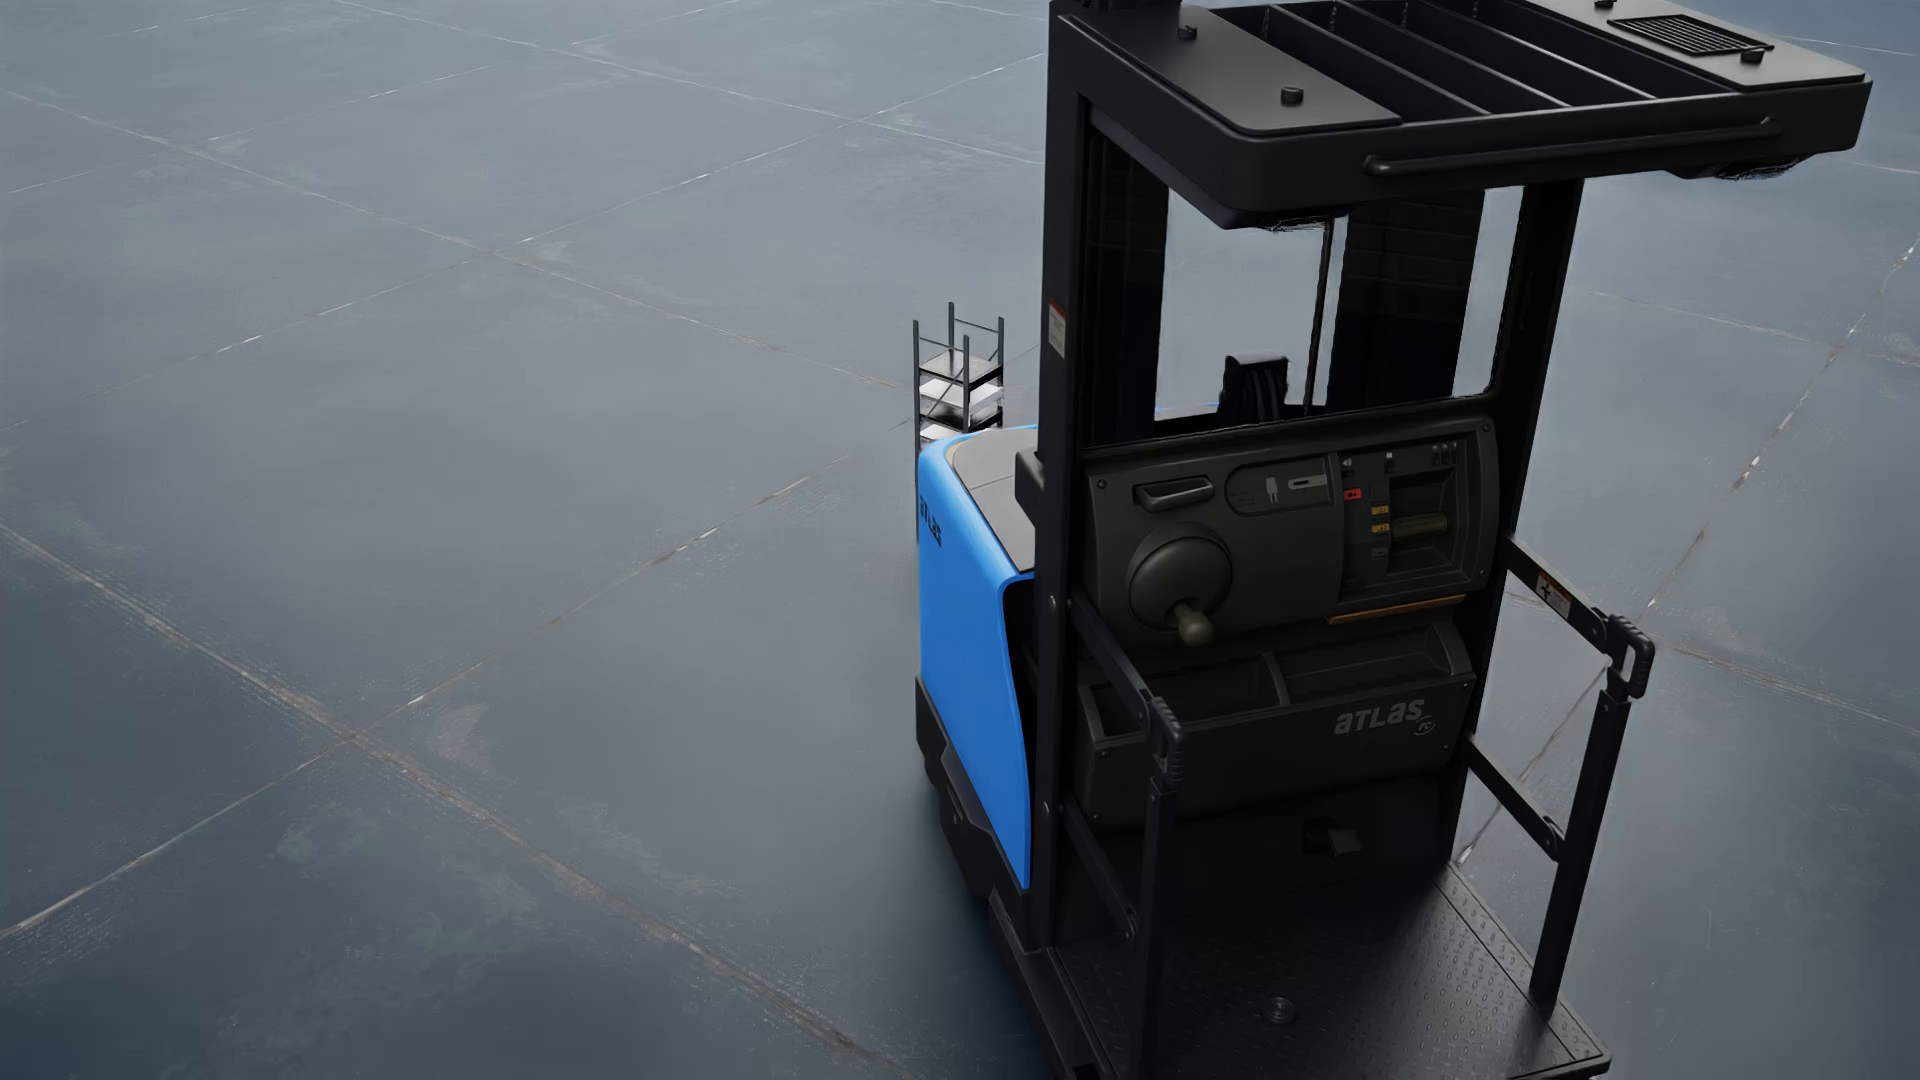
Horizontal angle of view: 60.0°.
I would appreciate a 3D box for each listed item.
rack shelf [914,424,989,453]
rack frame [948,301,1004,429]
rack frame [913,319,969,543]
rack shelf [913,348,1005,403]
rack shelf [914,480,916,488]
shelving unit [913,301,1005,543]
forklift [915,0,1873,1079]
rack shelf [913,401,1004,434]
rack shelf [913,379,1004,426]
[{"bbox_3d":[-0.005,-0.355,6.032,0.258,0.077,0.200,21,37,31],"label":"rack shelf"},{"bbox_3d":[0.056,-0.425,6.085,0.240,0.900,0.006,21,37,31],"label":"rack frame"},{"bbox_3d":[-0.066,-0.342,5.945,0.240,0.900,0.006,21,37,31],"label":"rack frame"},{"bbox_3d":[-0.005,-0.587,5.894,0.258,0.077,0.200,21,37,31],"label":"rack shelf"},{"bbox_3d":[-0.005,-0.200,6.124,0.258,0.077,0.200,21,37,31],"label":"rack shelf"},{"bbox_3d":[-0.005,-0.384,6.015,0.258,0.900,0.210,21,37,31],"label":"shelving unit"},{"bbox_3d":[0.778,0.029,3.326,1.130,2.935,3.031,-9,32,-14],"label":"forklift"},{"bbox_3d":[-0.005,-0.433,5.986,0.258,0.077,0.200,21,37,31],"label":"rack shelf"},{"bbox_3d":[-0.005,-0.510,5.940,0.258,0.077,0.200,21,37,31],"label":"rack shelf"}]
